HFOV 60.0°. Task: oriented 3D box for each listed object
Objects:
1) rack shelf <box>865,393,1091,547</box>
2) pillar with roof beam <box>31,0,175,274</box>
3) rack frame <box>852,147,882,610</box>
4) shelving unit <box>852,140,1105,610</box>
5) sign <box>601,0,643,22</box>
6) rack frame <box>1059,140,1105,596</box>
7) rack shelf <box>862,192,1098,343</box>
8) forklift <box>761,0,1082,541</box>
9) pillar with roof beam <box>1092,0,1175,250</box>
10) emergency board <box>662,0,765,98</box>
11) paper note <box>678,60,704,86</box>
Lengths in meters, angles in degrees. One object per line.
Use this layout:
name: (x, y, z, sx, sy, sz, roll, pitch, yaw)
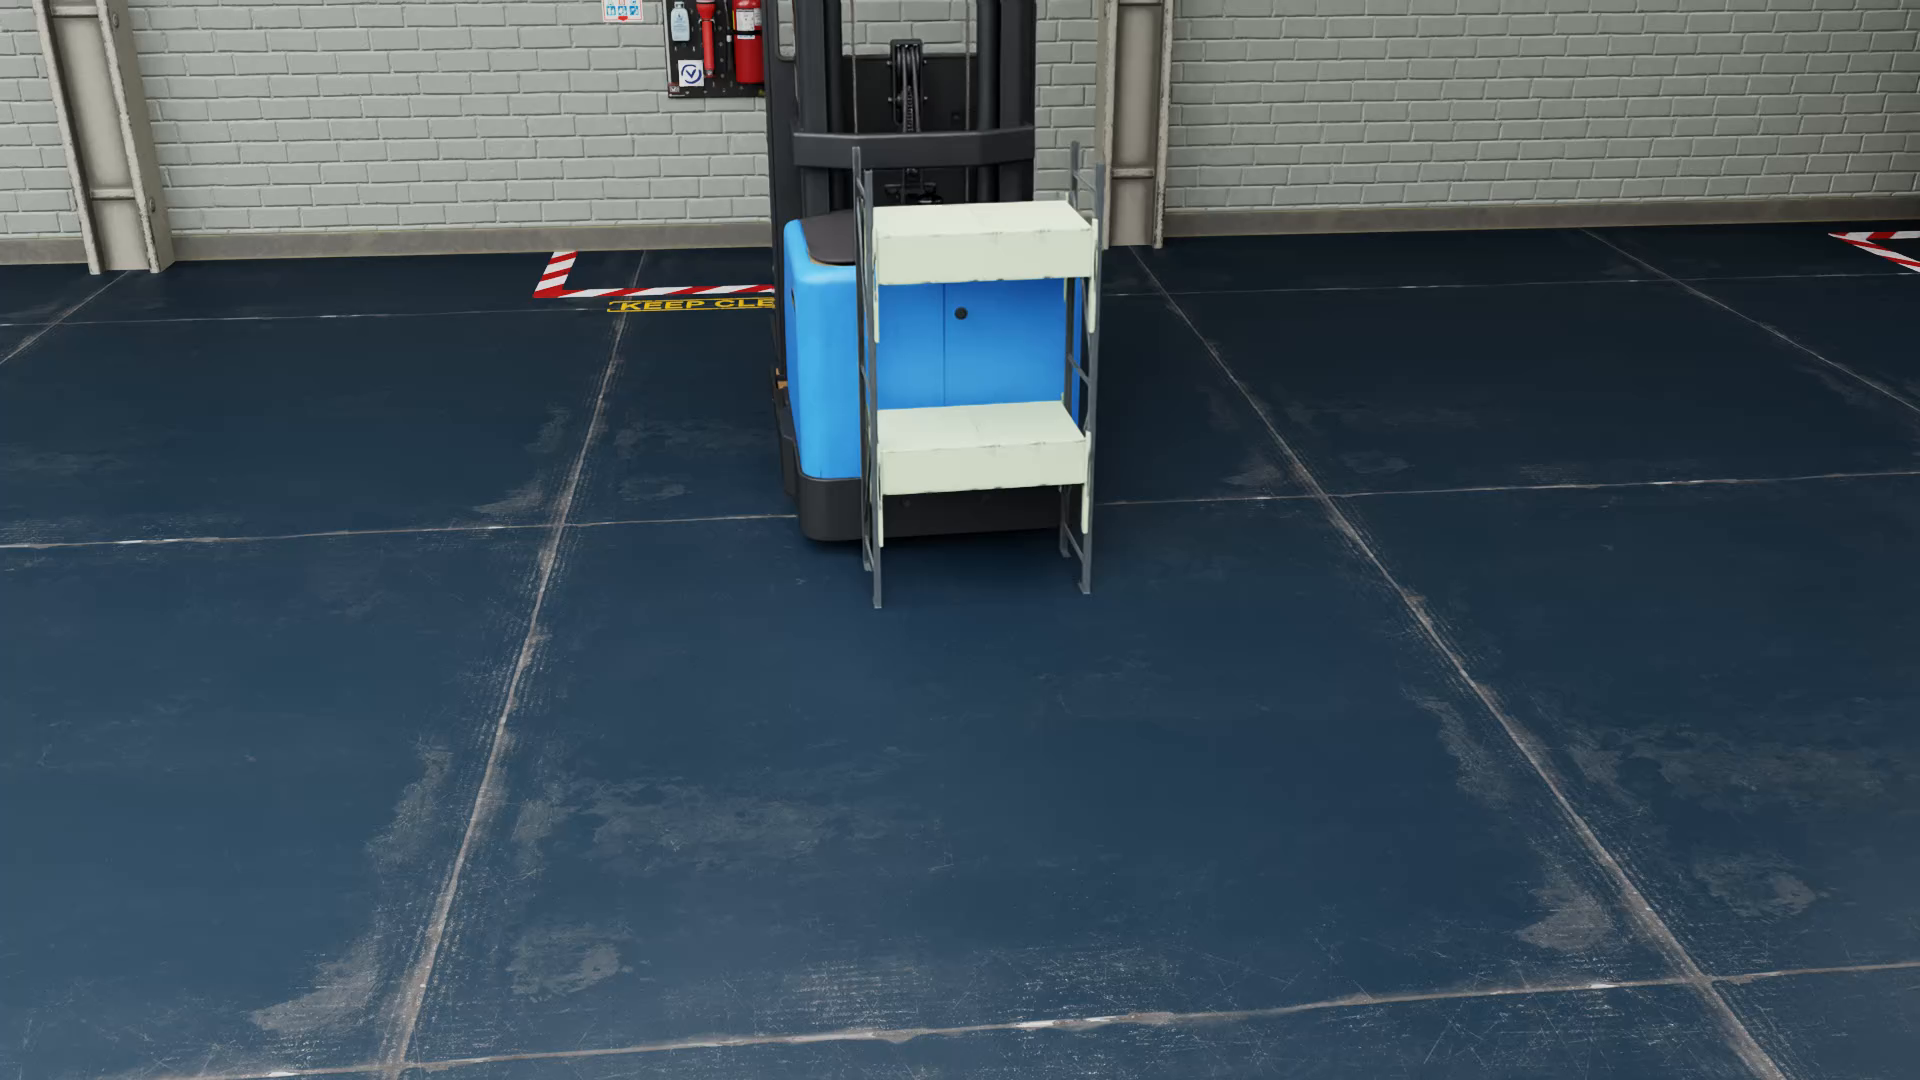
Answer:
rack shelf: (0.051, -0.250, 5.769, 0.720, 0.370, 0.431, -4, 24, -8)
pillar with roof beam: (-4.501, -4.001, 4.173, 0.400, 9.000, 9.100, -2, 24, -5)
rack frame: (-0.311, -0.525, 5.584, 0.023, 1.500, 0.400, -4, 24, -8)
shelving unit: (0.051, -0.548, 5.637, 0.755, 1.500, 0.431, -4, 24, -8)
sign: (-1.976, -3.192, 9.695, 0.234, 0.329, 0.001, -2, 24, -5)
rack frame: (0.412, -0.572, 5.690, 0.023, 1.500, 0.400, -4, 24, -8)
rack shelf: (0.051, -0.905, 5.478, 0.720, 0.370, 0.431, -4, 24, -8)
forklift: (-0.277, -1.903, 6.922, 1.130, 2.935, 3.031, -3, 24, -8)
pillar with roof beam: (1.470, -4.241, 4.712, 0.400, 9.000, 9.100, -2, 24, -5)
emergency board: (-1.416, -3.156, 9.658, 0.643, 1.169, 0.194, -2, 24, -5)
paper note: (-1.599, -2.774, 9.883, 0.142, 0.148, 0.016, -2, 24, -5)
